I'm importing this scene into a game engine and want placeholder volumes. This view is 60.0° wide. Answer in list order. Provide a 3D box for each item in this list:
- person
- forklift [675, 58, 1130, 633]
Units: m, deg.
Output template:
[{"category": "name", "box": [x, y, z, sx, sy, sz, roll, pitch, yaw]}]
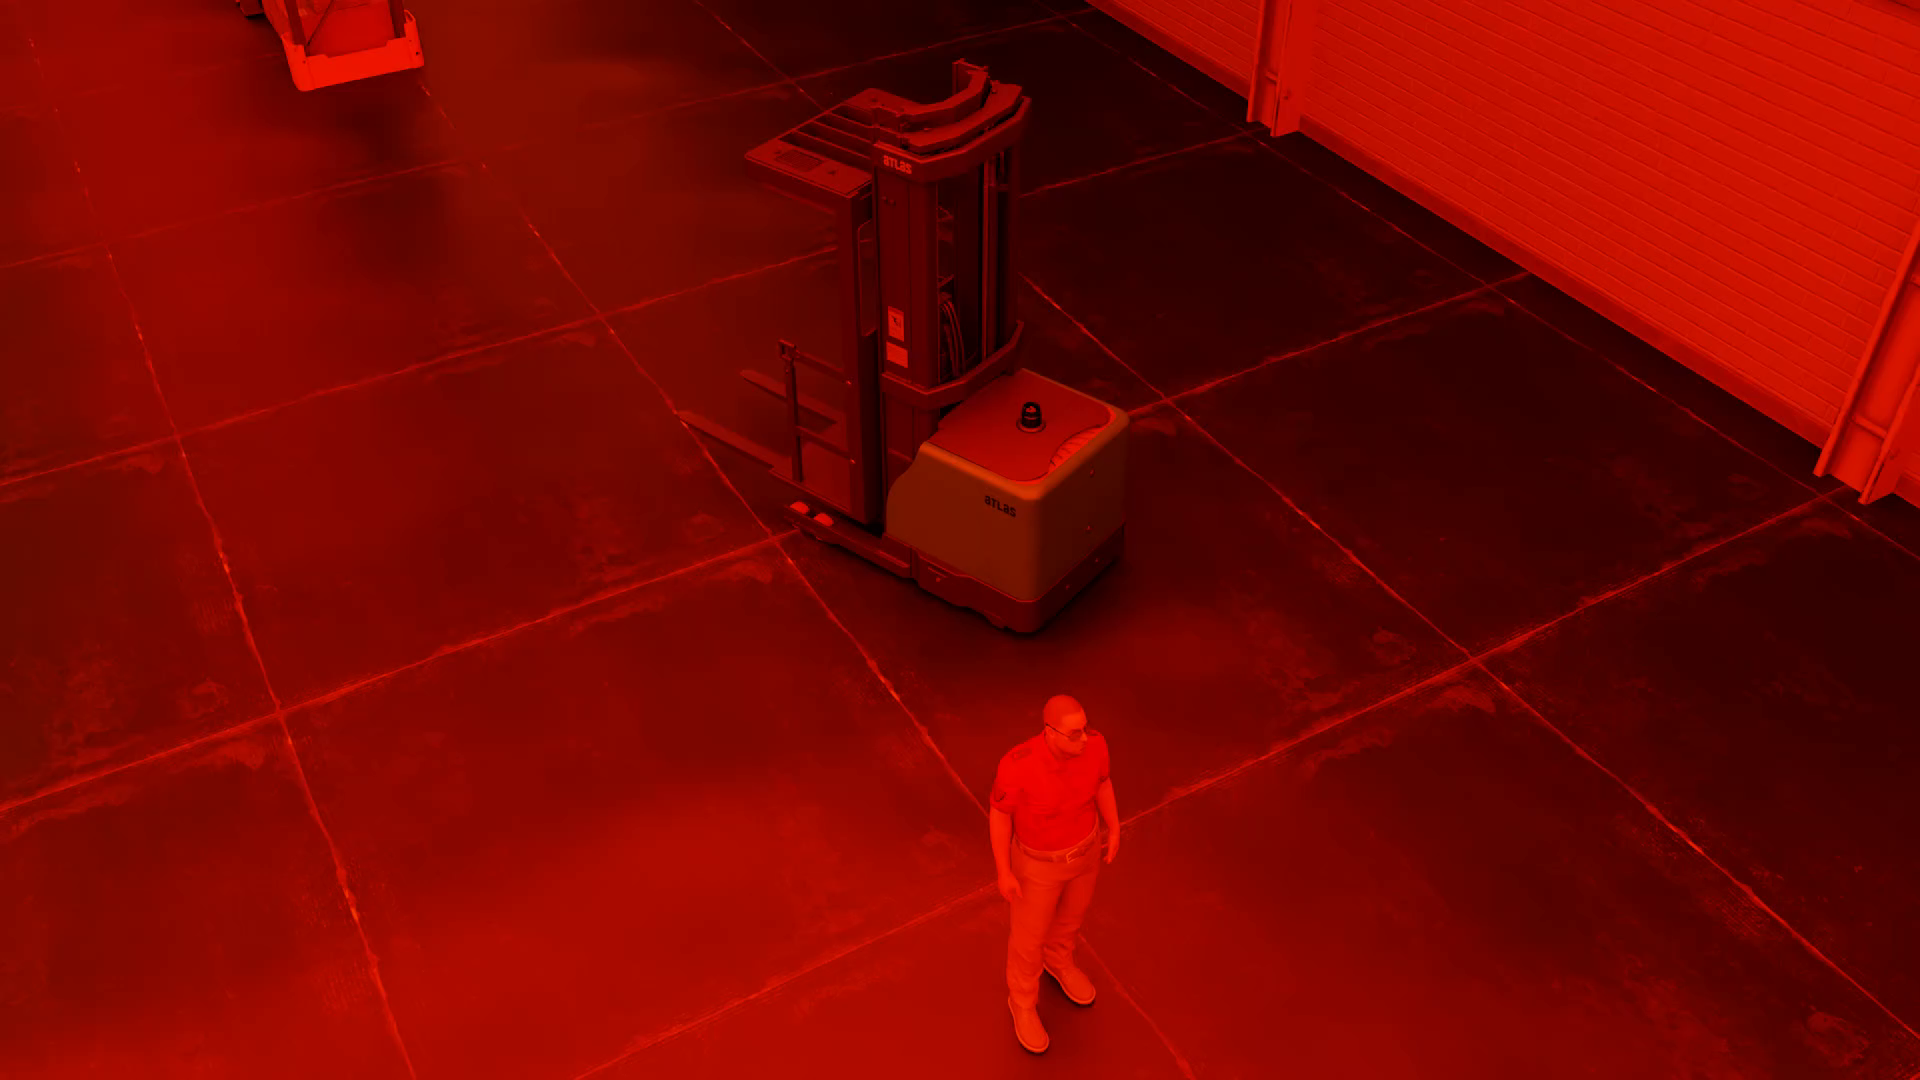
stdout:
[{"category": "person", "box": [0.462, 1.424, 7.249, 0.641, 1.727, 0.551, -20, 44, -23]}, {"category": "forklift", "box": [-0.481, -1.366, 9.683, 3.031, 2.935, 1.130, 26, 46, 28]}]
